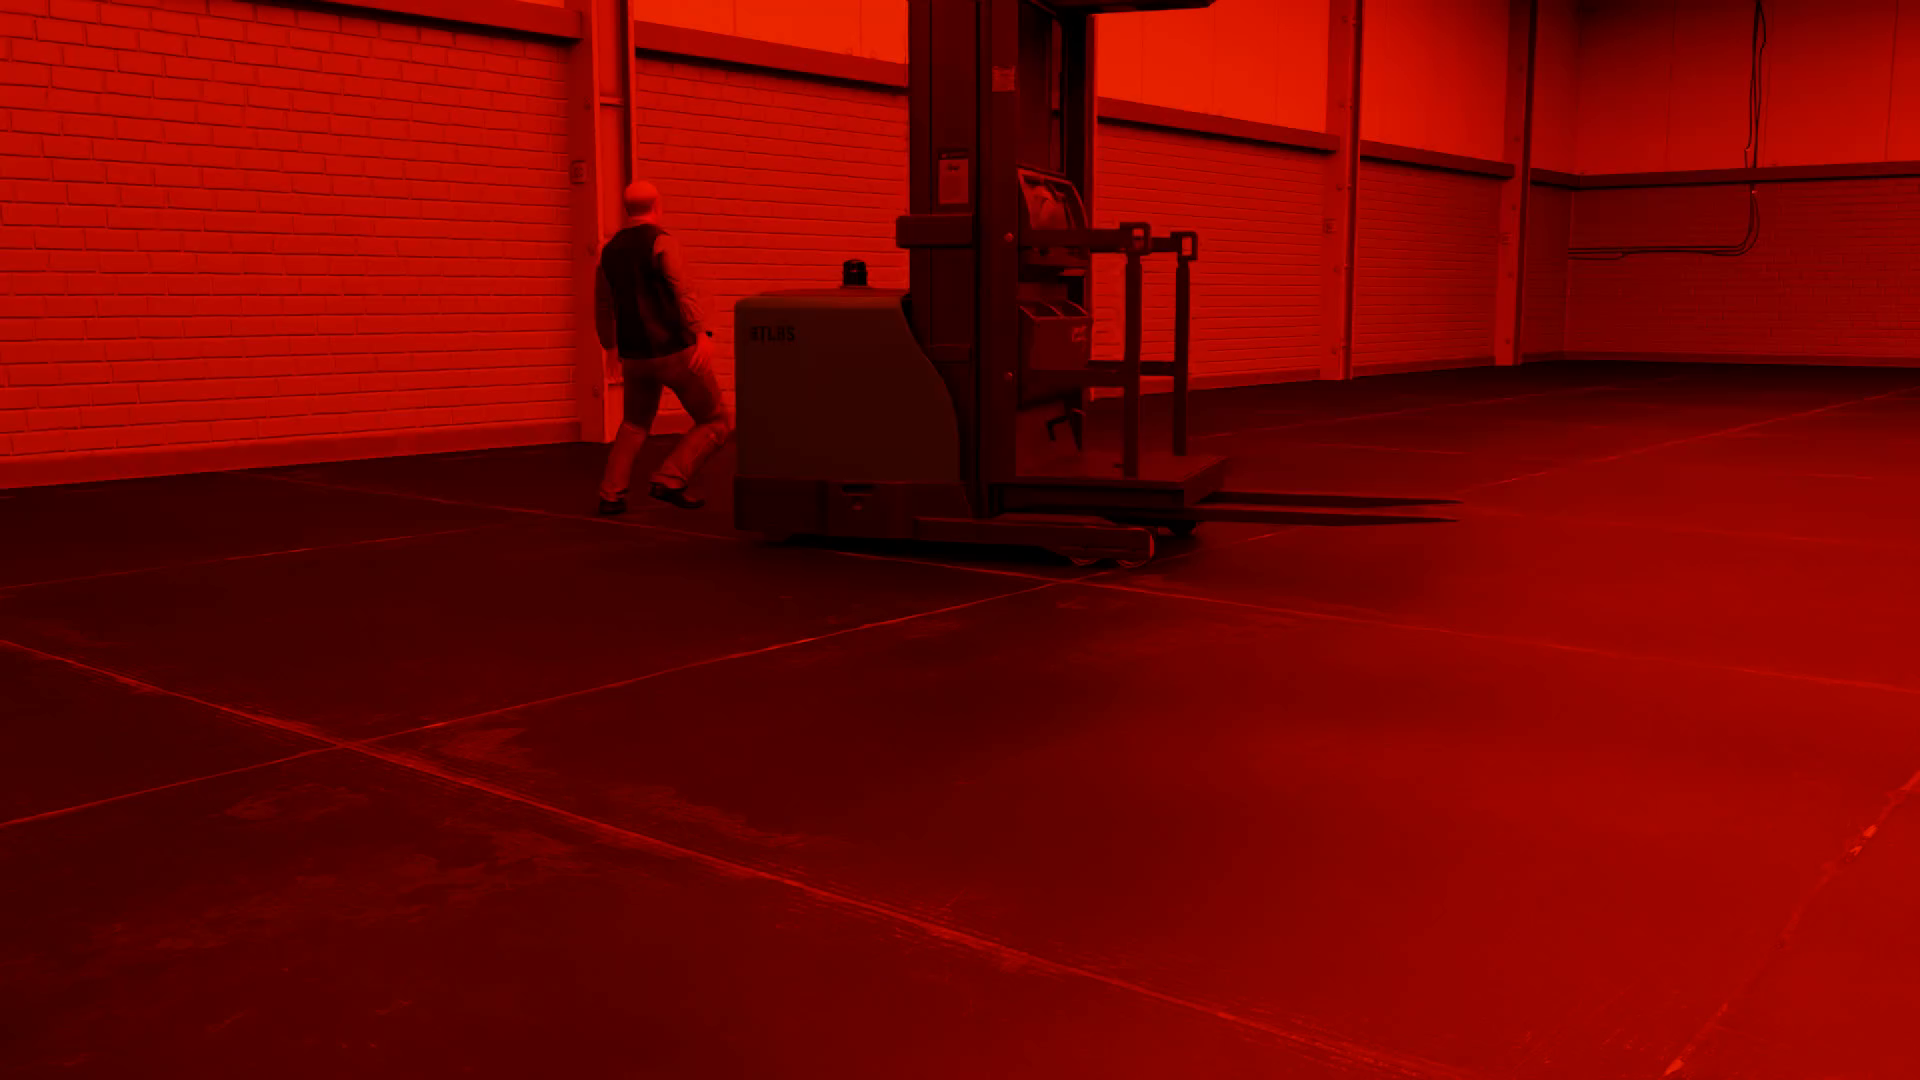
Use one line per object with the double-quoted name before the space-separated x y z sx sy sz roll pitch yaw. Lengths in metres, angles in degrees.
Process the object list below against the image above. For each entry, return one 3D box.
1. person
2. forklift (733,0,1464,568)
"person" -1.465 -0.929 8.135 0.885 1.629 0.486 7 11 39
"forklift" 0.587 -1.423 7.010 3.031 2.935 1.130 3 9 19
